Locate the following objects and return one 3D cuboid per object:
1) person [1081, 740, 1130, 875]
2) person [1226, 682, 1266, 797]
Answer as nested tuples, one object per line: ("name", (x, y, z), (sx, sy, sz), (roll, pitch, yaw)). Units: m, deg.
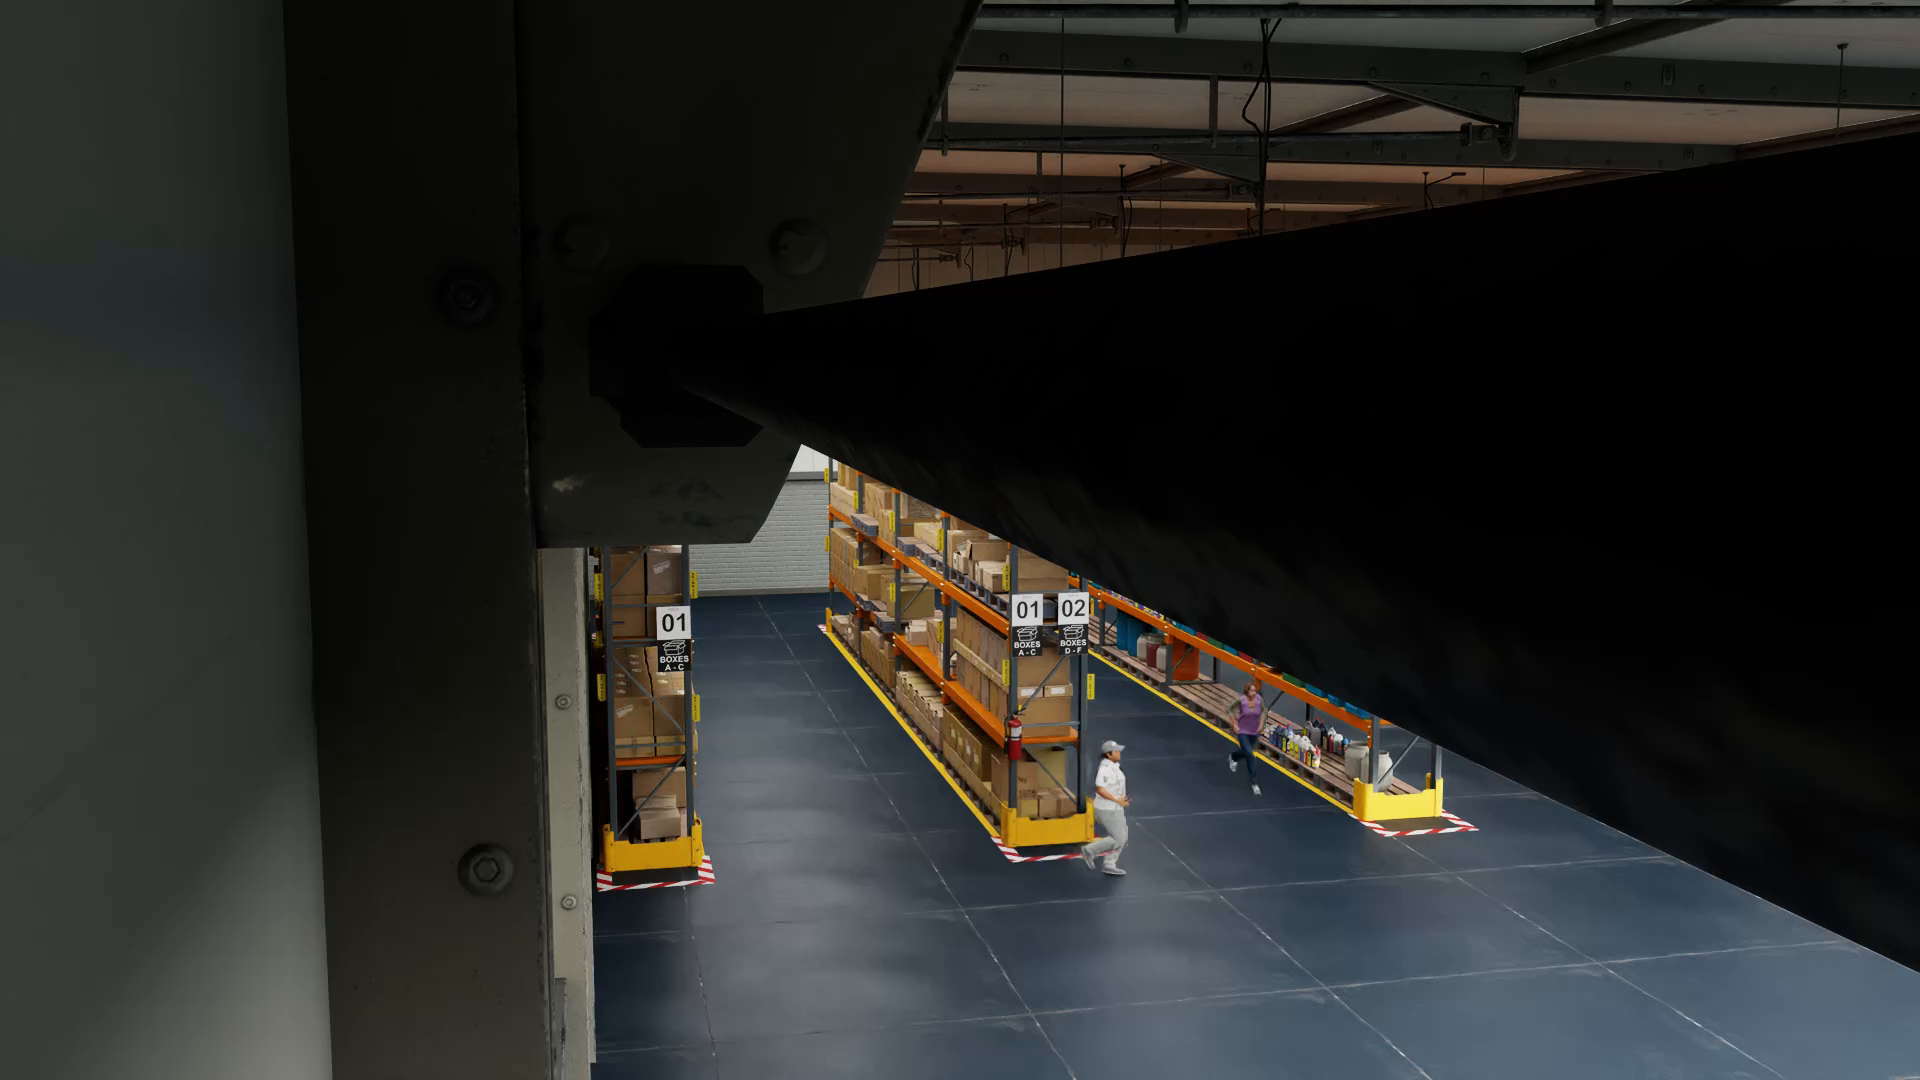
("person", (1.755, 3.183, 19.801), (0.536, 1.622, 0.595), (1, 7, 12))
("person", (4.058, 2.754, 23.670), (0.538, 1.584, 1.001), (-2, 7, -16))
